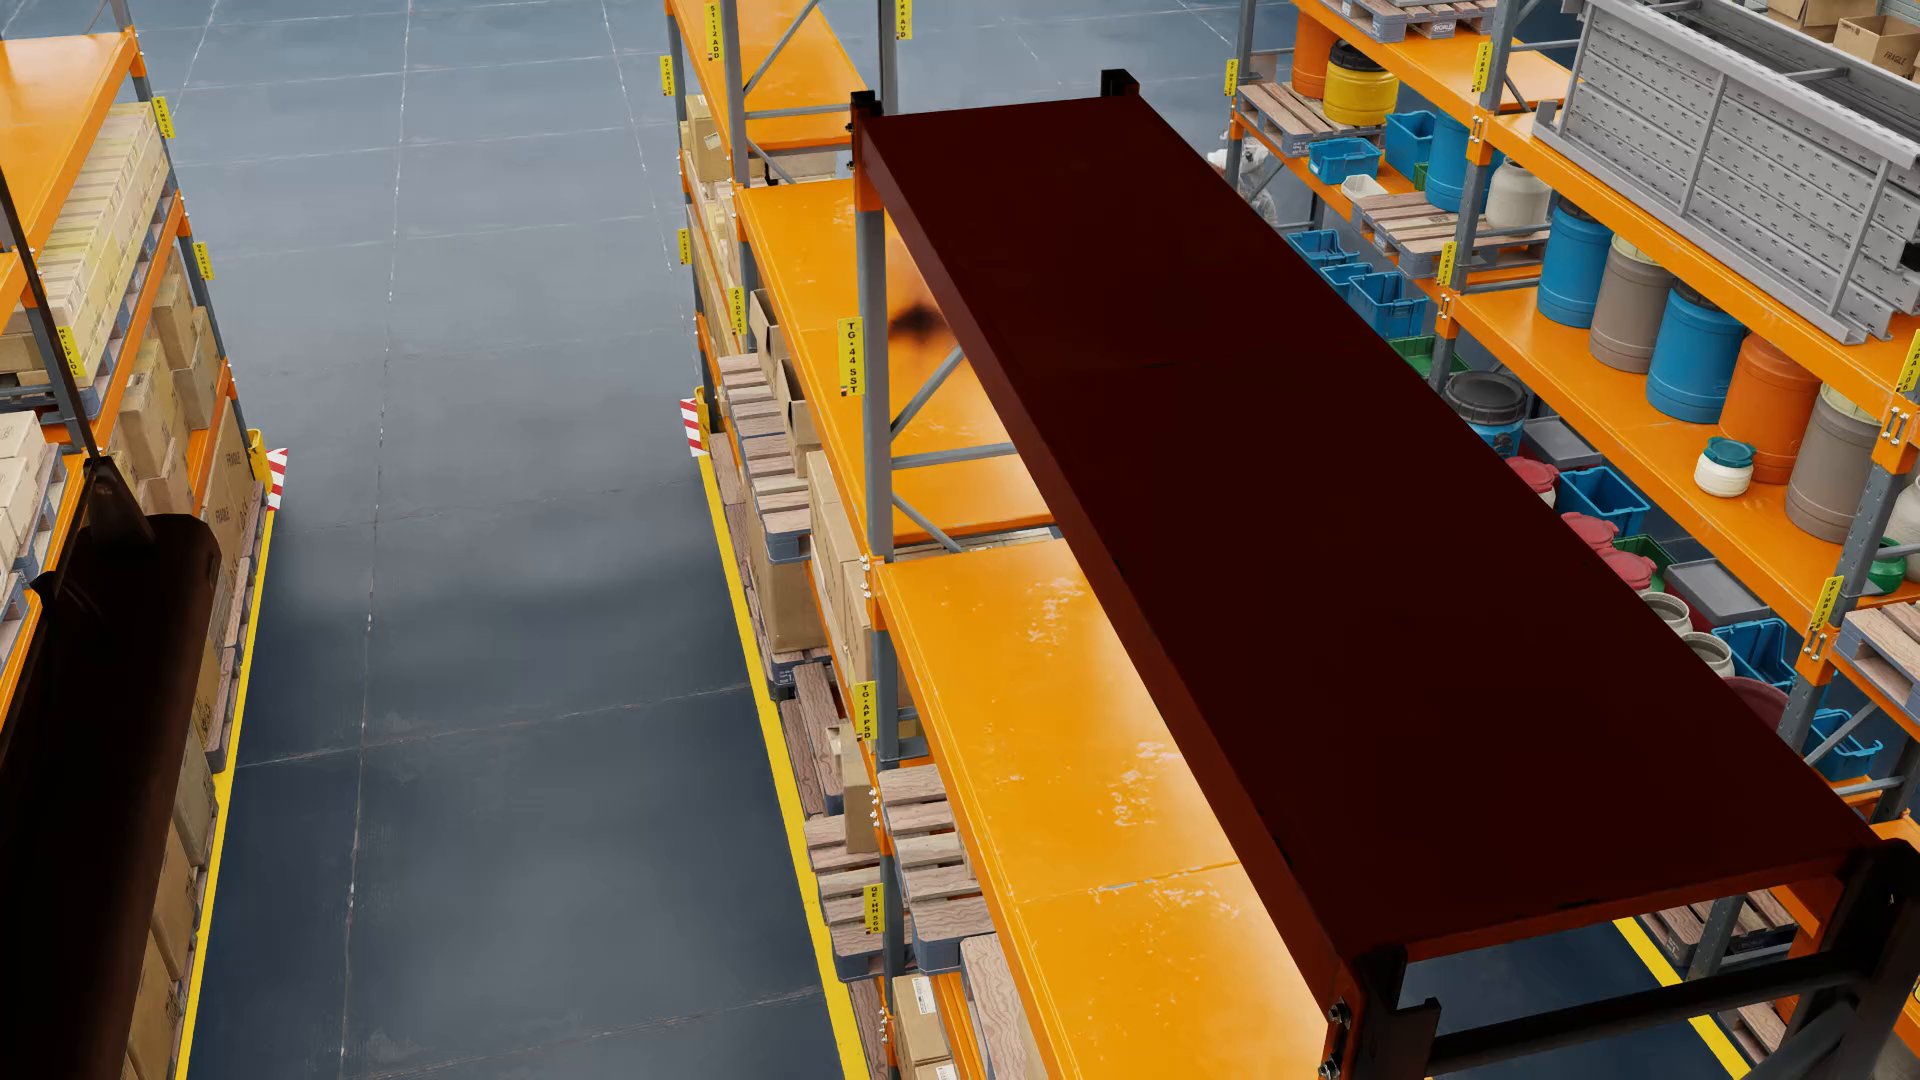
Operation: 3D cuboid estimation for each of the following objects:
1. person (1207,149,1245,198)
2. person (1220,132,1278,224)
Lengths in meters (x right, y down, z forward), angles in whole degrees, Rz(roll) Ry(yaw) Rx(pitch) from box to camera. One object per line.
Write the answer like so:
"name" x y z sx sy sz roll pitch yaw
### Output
"person" 2.620 -3.322 17.439 0.571 1.695 0.676 13 36 18
"person" 3.320 -4.380 18.989 0.759 1.646 0.628 11 36 16
